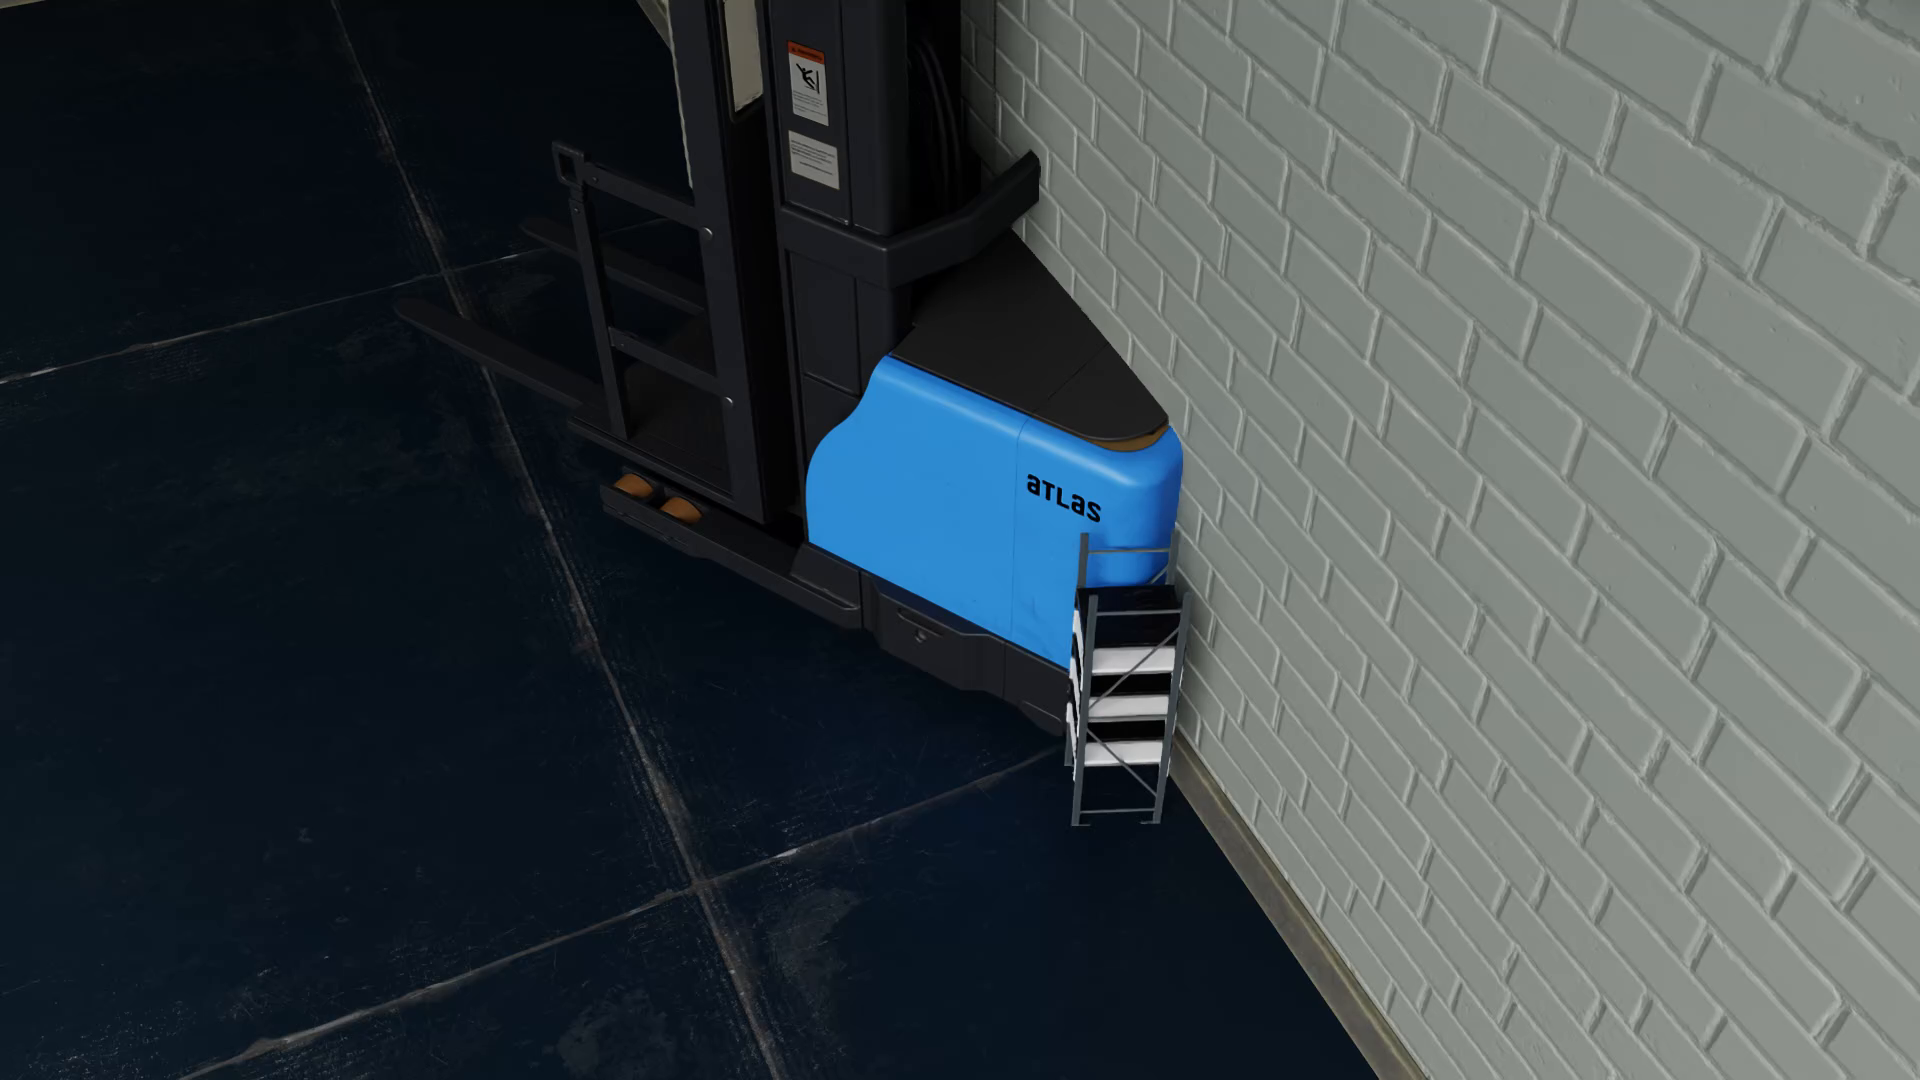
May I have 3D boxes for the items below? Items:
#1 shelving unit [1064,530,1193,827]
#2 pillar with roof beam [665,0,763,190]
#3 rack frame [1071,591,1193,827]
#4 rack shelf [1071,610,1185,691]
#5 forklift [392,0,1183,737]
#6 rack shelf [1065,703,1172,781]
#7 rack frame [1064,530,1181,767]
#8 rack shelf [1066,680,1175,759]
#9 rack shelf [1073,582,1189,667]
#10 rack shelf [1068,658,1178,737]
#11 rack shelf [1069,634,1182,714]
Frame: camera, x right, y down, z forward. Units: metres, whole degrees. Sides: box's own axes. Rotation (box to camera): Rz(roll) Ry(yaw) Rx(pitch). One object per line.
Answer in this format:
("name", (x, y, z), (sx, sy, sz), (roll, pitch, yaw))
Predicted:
("shelving unit", (0.414, 0.374, 4.231), (0.258, 0.900, 0.210), (-2, 45, -2))
("pillar with roof beam", (-4.777, -3.288, 2.175), (9.100, 9.000, 0.400), (-18, 47, -17))
("rack frame", (0.419, 0.445, 4.158), (0.240, 0.900, 0.006), (-2, 45, -2))
("rack shelf", (0.414, 0.269, 4.128), (0.258, 0.077, 0.200), (-2, 45, -2))
("forklift", (-0.525, -1.292, 4.473), (3.031, 2.935, 1.130), (25, 50, 23))
("rack shelf", (0.414, 0.526, 4.380), (0.258, 0.077, 0.200), (-2, 45, -2))
("rack frame", (0.409, 0.302, 4.303), (0.240, 0.900, 0.006), (-2, 45, -2))
("rack shelf", (0.414, 0.461, 4.317), (0.258, 0.077, 0.200), (-2, 45, -2))
("rack shelf", (0.414, 0.205, 4.064), (0.258, 0.077, 0.200), (-2, 45, -2))
("rack shelf", (0.414, 0.397, 4.254), (0.258, 0.077, 0.200), (-2, 45, -2))
("rack shelf", (0.414, 0.333, 4.191), (0.258, 0.077, 0.200), (-2, 45, -2))
